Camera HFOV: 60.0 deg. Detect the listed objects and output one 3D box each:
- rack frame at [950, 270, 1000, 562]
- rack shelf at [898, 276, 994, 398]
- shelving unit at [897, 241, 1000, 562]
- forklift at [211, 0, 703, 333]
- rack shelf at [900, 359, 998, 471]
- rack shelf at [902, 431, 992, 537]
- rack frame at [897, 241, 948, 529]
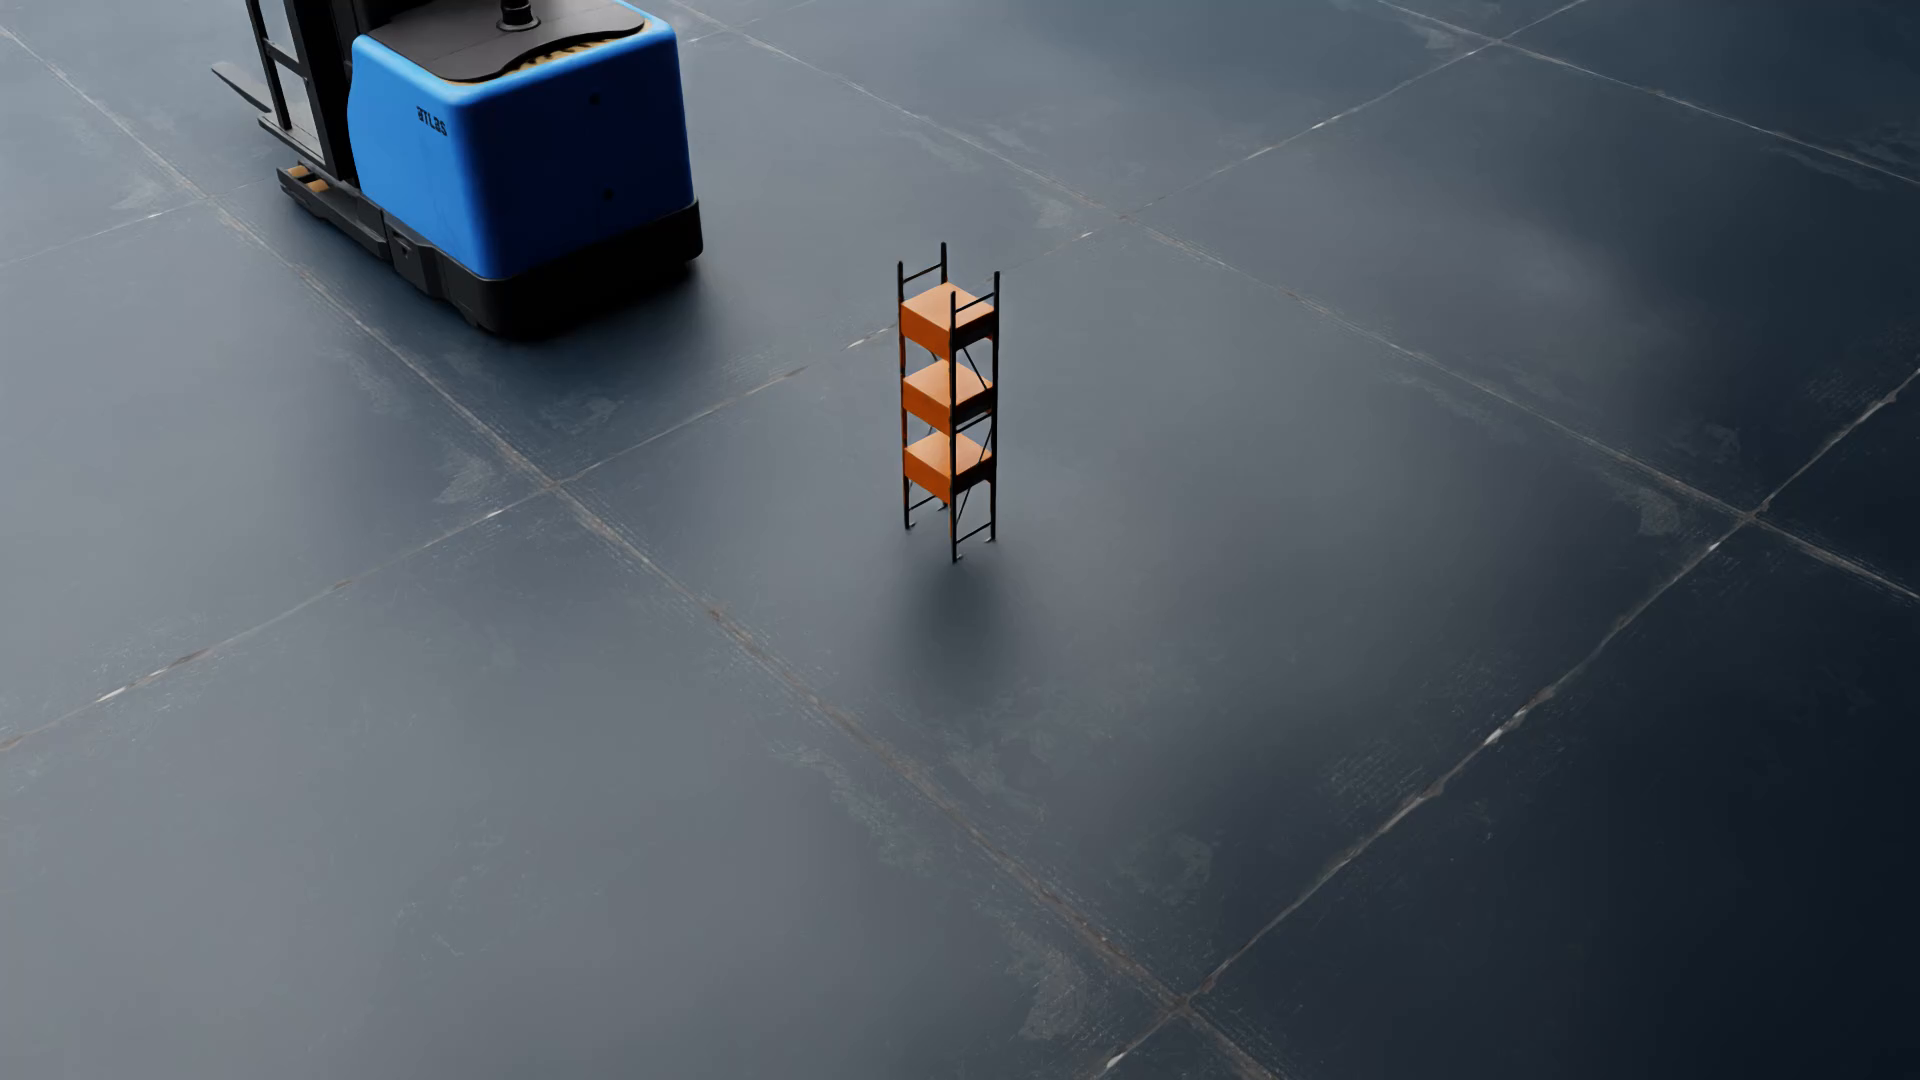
[{"bbox_3d":[0.046,-0.377,5.381,0.200,1.050,0.008,-30,48,-32],"label":"rack frame"},{"bbox_3d":[-0.036,-0.646,5.279,0.215,0.259,0.240,-30,48,-32],"label":"rack shelf"},{"bbox_3d":[-0.036,-0.433,5.451,0.215,1.050,0.252,-30,48,-32],"label":"shelving unit"},{"bbox_3d":[-2.484,-2.804,6.889,1.130,2.935,3.031,-31,48,-32],"label":"forklift"},{"bbox_3d":[-0.036,-0.425,5.457,0.215,0.259,0.240,-30,48,-32],"label":"rack shelf"},{"bbox_3d":[-0.036,-0.209,5.632,0.215,0.259,0.240,-30,48,-32],"label":"rack shelf"},{"bbox_3d":[-0.119,-0.490,5.521,0.200,1.050,0.008,-30,48,-32],"label":"rack frame"}]
